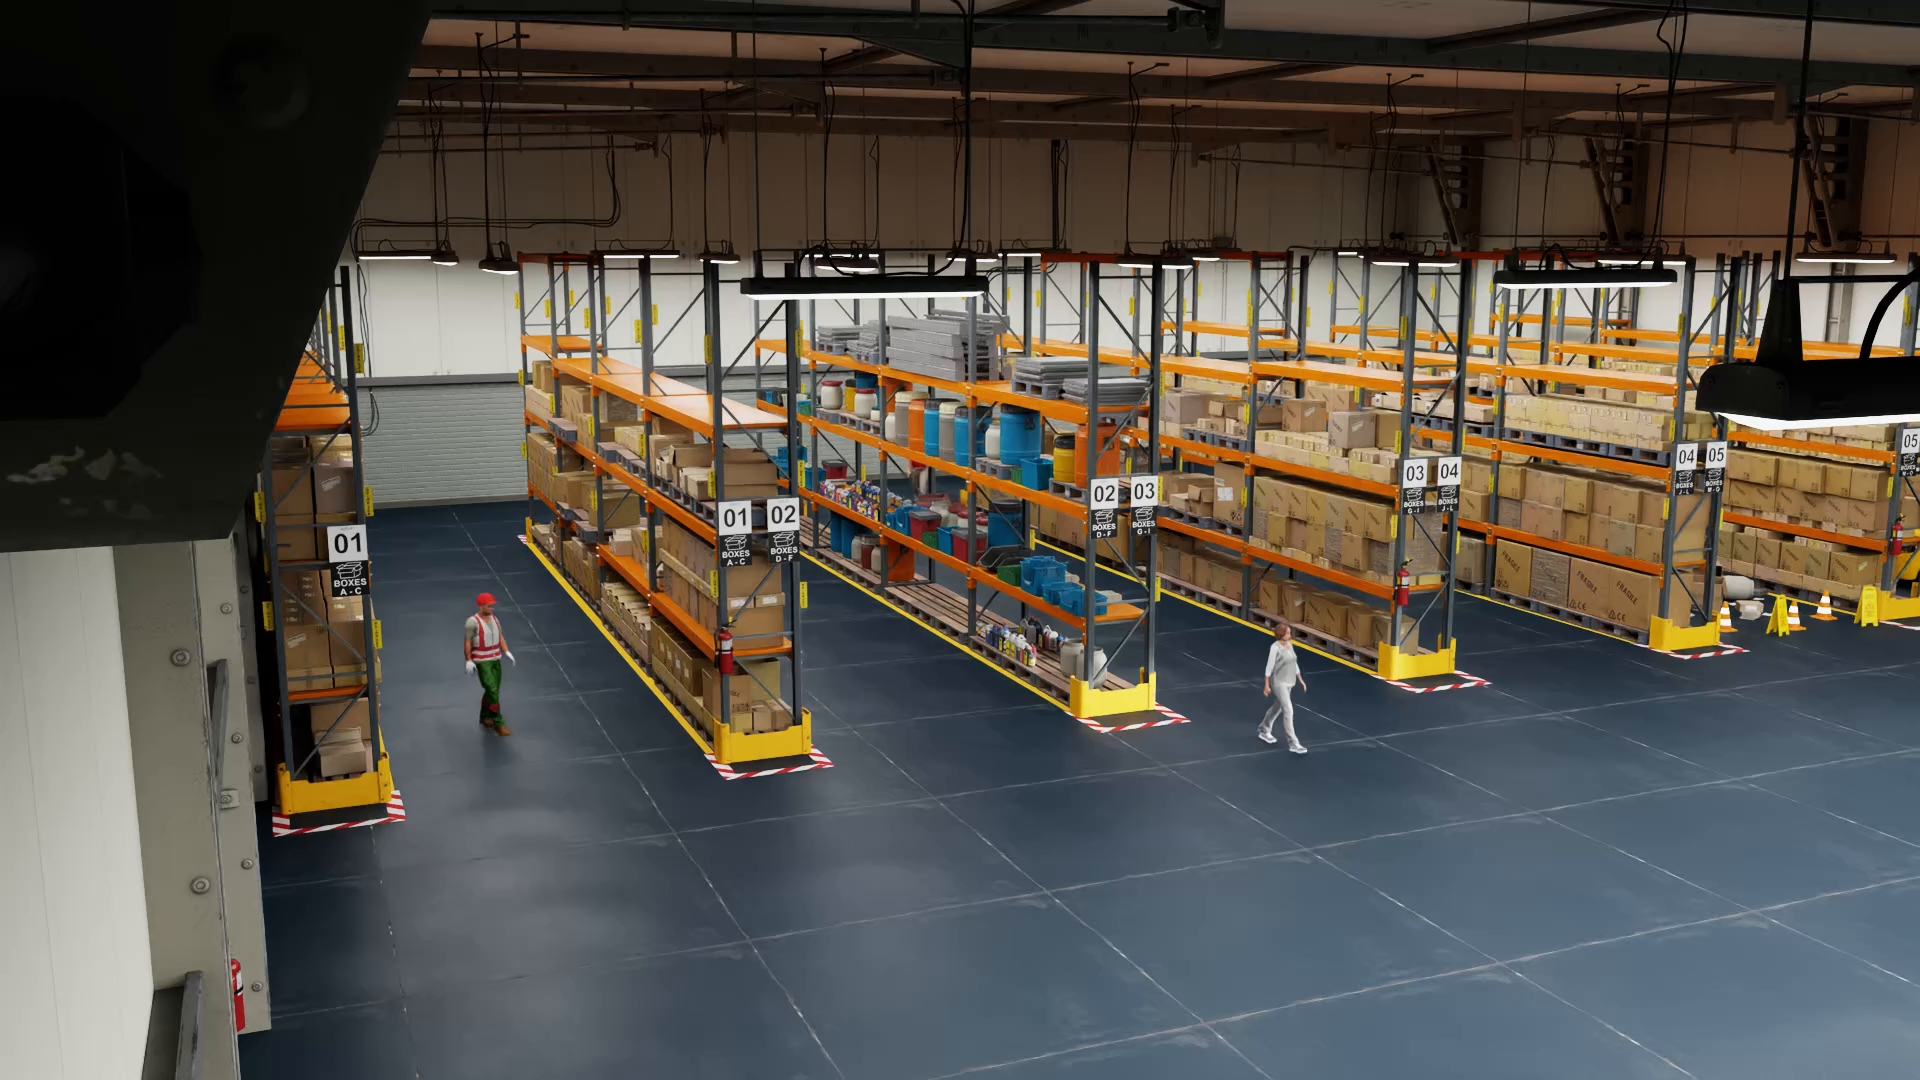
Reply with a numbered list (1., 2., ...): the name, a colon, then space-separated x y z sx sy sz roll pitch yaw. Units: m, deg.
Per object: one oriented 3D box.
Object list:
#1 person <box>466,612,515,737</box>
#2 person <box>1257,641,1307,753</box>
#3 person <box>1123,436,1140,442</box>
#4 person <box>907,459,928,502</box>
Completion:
1. person: -6.013 1.707 21.484 0.755 1.545 0.539 6 12 29
2. person: 4.053 1.930 20.703 0.835 1.338 0.428 9 13 39
3. person: 4.303 -1.993 41.135 0.891 1.602 0.507 -5 12 -26
4. person: -0.952 -1.623 39.158 0.549 1.671 1.085 1 10 6
